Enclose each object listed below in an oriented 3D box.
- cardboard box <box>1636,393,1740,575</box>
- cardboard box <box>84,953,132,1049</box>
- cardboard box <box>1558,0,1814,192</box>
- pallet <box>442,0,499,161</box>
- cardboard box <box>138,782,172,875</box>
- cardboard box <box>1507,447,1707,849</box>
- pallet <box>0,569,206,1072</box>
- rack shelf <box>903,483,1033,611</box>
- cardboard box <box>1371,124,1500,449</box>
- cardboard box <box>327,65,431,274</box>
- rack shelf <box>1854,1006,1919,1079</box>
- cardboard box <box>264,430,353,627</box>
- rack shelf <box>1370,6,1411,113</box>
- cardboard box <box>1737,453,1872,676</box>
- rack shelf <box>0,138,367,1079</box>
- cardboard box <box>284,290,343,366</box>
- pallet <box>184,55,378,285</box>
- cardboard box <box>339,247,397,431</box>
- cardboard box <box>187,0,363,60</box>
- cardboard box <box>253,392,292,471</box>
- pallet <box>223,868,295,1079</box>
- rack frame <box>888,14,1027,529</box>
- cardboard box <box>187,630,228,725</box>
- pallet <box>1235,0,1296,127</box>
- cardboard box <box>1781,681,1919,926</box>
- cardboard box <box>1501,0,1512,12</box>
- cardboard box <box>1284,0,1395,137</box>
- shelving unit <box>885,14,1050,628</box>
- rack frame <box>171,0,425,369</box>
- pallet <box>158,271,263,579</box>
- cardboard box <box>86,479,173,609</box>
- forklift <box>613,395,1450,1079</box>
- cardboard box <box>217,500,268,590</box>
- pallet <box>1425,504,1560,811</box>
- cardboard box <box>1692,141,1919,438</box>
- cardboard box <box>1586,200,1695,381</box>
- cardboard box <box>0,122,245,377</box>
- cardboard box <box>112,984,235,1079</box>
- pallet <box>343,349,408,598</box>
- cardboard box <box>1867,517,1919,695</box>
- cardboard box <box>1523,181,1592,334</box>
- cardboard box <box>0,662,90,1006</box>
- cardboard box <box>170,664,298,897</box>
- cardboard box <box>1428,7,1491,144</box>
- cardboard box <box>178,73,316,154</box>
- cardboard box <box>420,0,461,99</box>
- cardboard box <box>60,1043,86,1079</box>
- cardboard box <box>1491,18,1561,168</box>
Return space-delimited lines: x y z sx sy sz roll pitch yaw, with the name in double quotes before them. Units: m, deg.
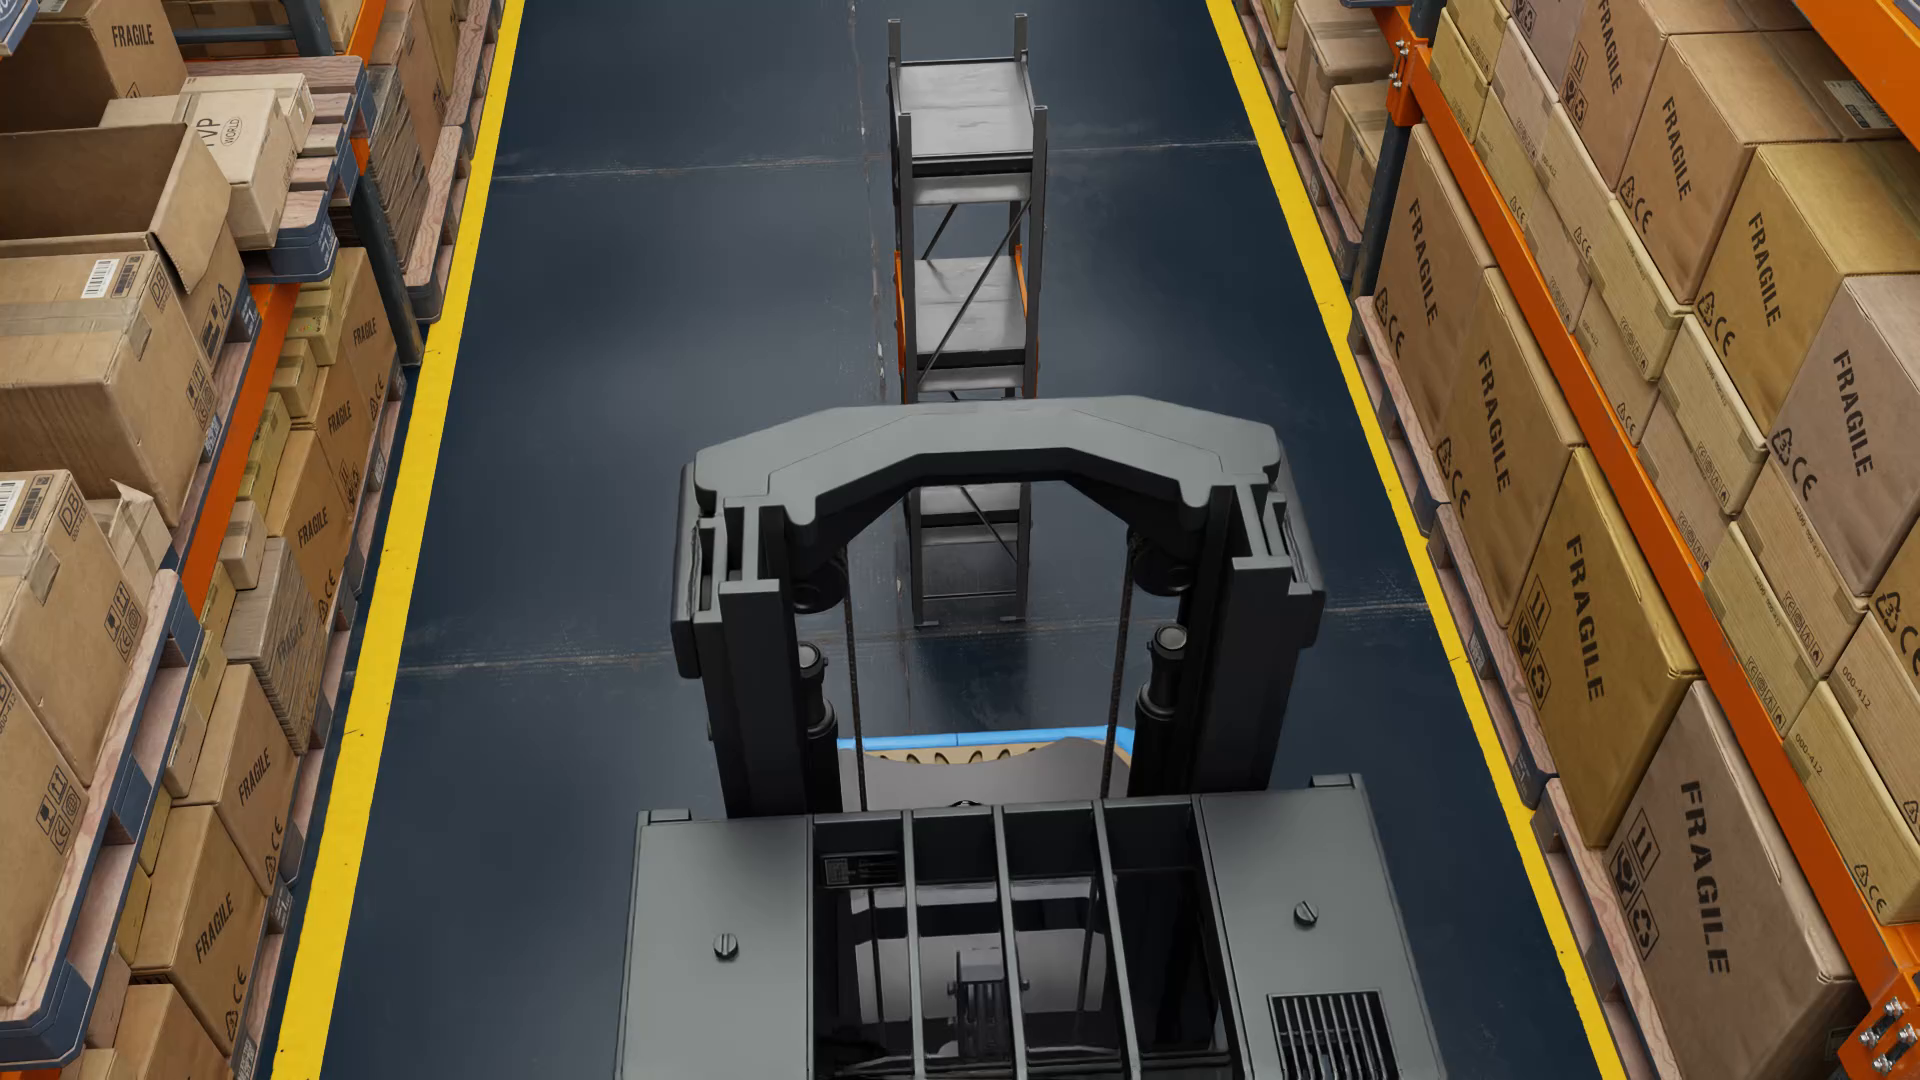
"cardboard box" 2.177 -0.168 4.446 0.500 0.250 0.500 -5 47 -4
"cardboard box" -2.280 1.150 4.081 0.380 0.149 0.250 -5 47 -4
"cardboard box" 2.072 -1.343 4.698 0.500 0.500 0.500 -2 47 -2
"pallet" -2.879 -2.285 8.269 1.003 0.211 1.213 -3 47 -3
"cardboard box" -2.350 0.767 4.443 0.380 0.149 0.250 -4 47 -4
"cardboard box" 2.316 0.314 5.061 0.875 0.875 0.875 -2 47 -2
"pallet" -2.373 0.610 3.738 1.003 0.211 1.213 -3 47 -3
"rack shelf" 0.014 -0.112 5.892 0.431 0.518 0.480 -3 47 -3
"cardboard box" 2.171 -0.979 6.285 0.875 0.875 0.875 -4 47 -4
"cardboard box" -2.789 -1.545 6.994 0.875 0.625 0.625 -2 47 -2
"rack shelf" 2.698 2.519 2.294 1.077 0.370 4.000 -3 47 -3
"cardboard box" -2.423 -0.016 5.632 0.500 0.500 0.500 -2 47 -2
"rack shelf" 2.028 -3.269 7.776 1.077 0.370 4.000 -3 47 -3
"cardboard box" 2.202 0.039 3.906 0.500 0.250 0.500 -2 47 -2
"rack shelf" -2.583 -0.071 4.747 1.077 0.370 4.000 -3 47 -3
"cardboard box" -2.403 -0.736 5.866 0.380 0.149 0.250 -6 47 -5
"pallet" -2.624 -1.213 5.465 1.213 0.211 1.003 -3 47 -3
"cardboard box" -2.501 -0.757 6.334 0.500 0.500 0.500 -2 47 -2
"cardboard box" -2.544 -2.050 6.228 0.500 0.250 0.500 -3 47 -3
"cardboard box" -2.448 -0.349 5.500 0.380 0.149 0.250 -2 47 -2
"pallet" -2.521 1.502 4.683 1.003 0.211 1.213 -3 47 -3
"rack frame" -0.007 -0.779 5.541 0.400 2.100 0.015 -3 47 -3
"cardboard box" -2.352 0.404 4.787 0.380 0.149 0.250 -2 47 -2
"pallet" 2.033 -2.557 8.526 1.003 0.211 1.213 -3 47 -3
"cardboard box" 2.242 0.567 3.751 0.500 0.250 0.500 -4 47 -4
"cardboard box" 1.993 -2.076 5.393 0.500 0.500 0.500 -5 47 -5
"cardboard box" 2.089 -2.253 7.839 0.950 0.372 0.625 -4 47 -4
"shelving unit" 0.014 -0.602 5.374 0.431 2.100 0.503 -3 47 -3
"rack frame" -2.750 -1.765 5.856 1.000 3.000 0.127 -3 47 -3
"pallet" -2.583 -0.292 4.593 1.003 0.211 1.213 -3 47 -3
"cardboard box" -2.149 0.002 3.985 0.396 0.266 0.258 -1 47 -1
"forklift" 0.084 1.300 3.000 1.130 2.935 3.031 -3 47 -2
"cardboard box" -2.373 0.030 5.141 0.380 0.149 0.250 -6 47 -5
"pallet" 2.286 0.345 5.778 1.003 0.211 1.213 -3 47 -3
"cardboard box" 2.169 -0.604 3.998 0.500 0.500 0.500 -2 47 -2
"cardboard box" 2.093 -0.705 4.611 0.500 0.250 0.500 -3 47 -3
"cardboard box" -2.429 -0.775 4.558 0.797 0.503 0.637 -4 47 -4
"cardboard box" -2.232 1.480 4.214 0.500 0.500 0.500 -2 47 -2
"pallet" -2.725 -0.264 6.355 1.003 0.211 1.213 -3 47 -3
"cardboard box" 2.243 0.138 3.296 0.500 0.500 0.500 -2 47 -2
"cardboard box" 2.085 -0.898 5.138 0.500 0.250 0.500 -2 47 -2
"cardboard box" -2.233 0.586 3.271 0.700 0.500 0.500 -2 47 -2
"cardboard box" -2.323 0.734 4.921 0.500 0.500 0.500 -5 47 -4
"cardboard box" 1.986 -1.649 5.849 0.500 0.250 0.500 -4 47 -4
"cardboard box" -2.313 -1.371 5.367 0.380 0.149 0.250 -3 47 -3
"cardboard box" -2.908 -2.505 7.902 0.875 0.625 0.625 -5 47 -5
"cardboard box" -2.241 1.247 3.784 0.380 0.149 0.250 -4 47 -4
"cardboard box" 2.034 -1.434 5.301 0.500 0.250 0.500 -2 47 -2
